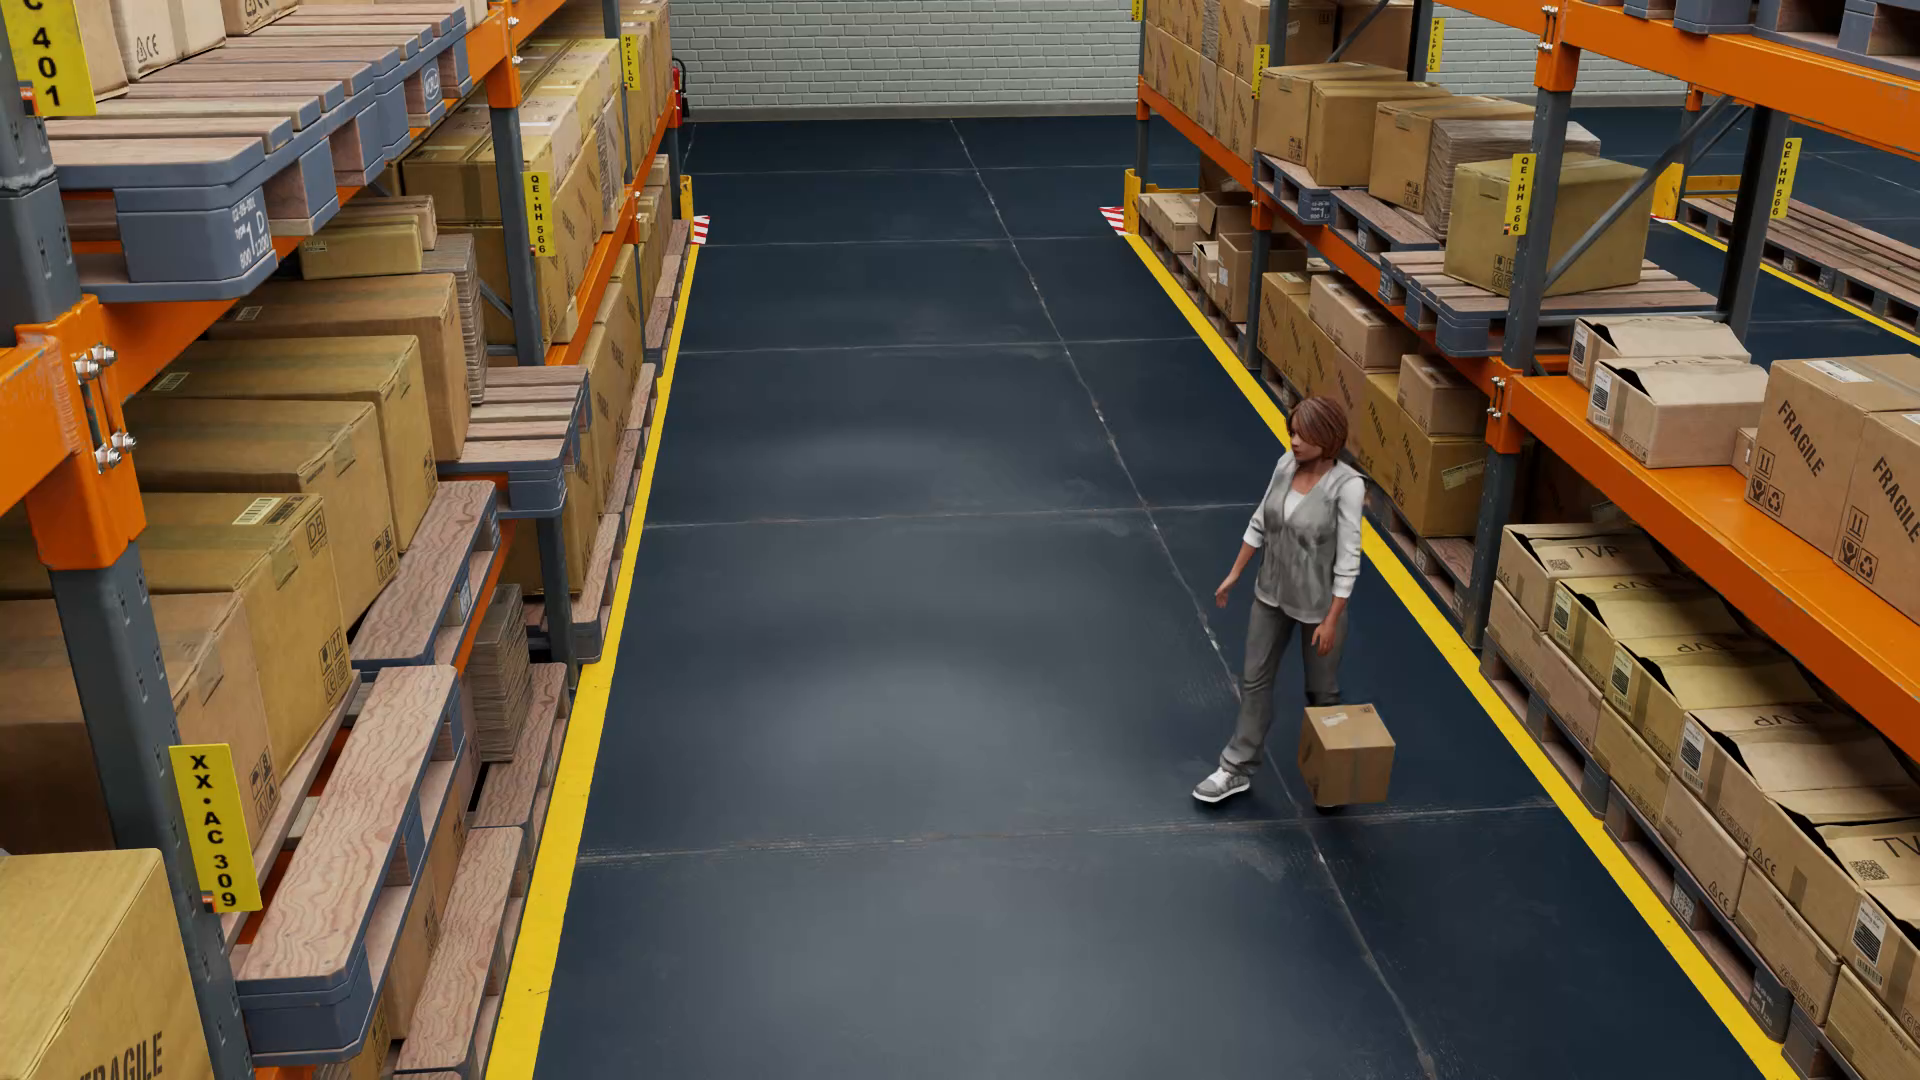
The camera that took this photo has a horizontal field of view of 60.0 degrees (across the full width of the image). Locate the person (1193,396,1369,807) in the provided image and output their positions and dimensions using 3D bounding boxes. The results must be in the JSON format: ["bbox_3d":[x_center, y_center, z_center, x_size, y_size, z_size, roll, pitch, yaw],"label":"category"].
[{"bbox_3d":[1.181,0.237,6.047,0.565,1.590,0.547,-21,31,-38],"label":"person"}]
